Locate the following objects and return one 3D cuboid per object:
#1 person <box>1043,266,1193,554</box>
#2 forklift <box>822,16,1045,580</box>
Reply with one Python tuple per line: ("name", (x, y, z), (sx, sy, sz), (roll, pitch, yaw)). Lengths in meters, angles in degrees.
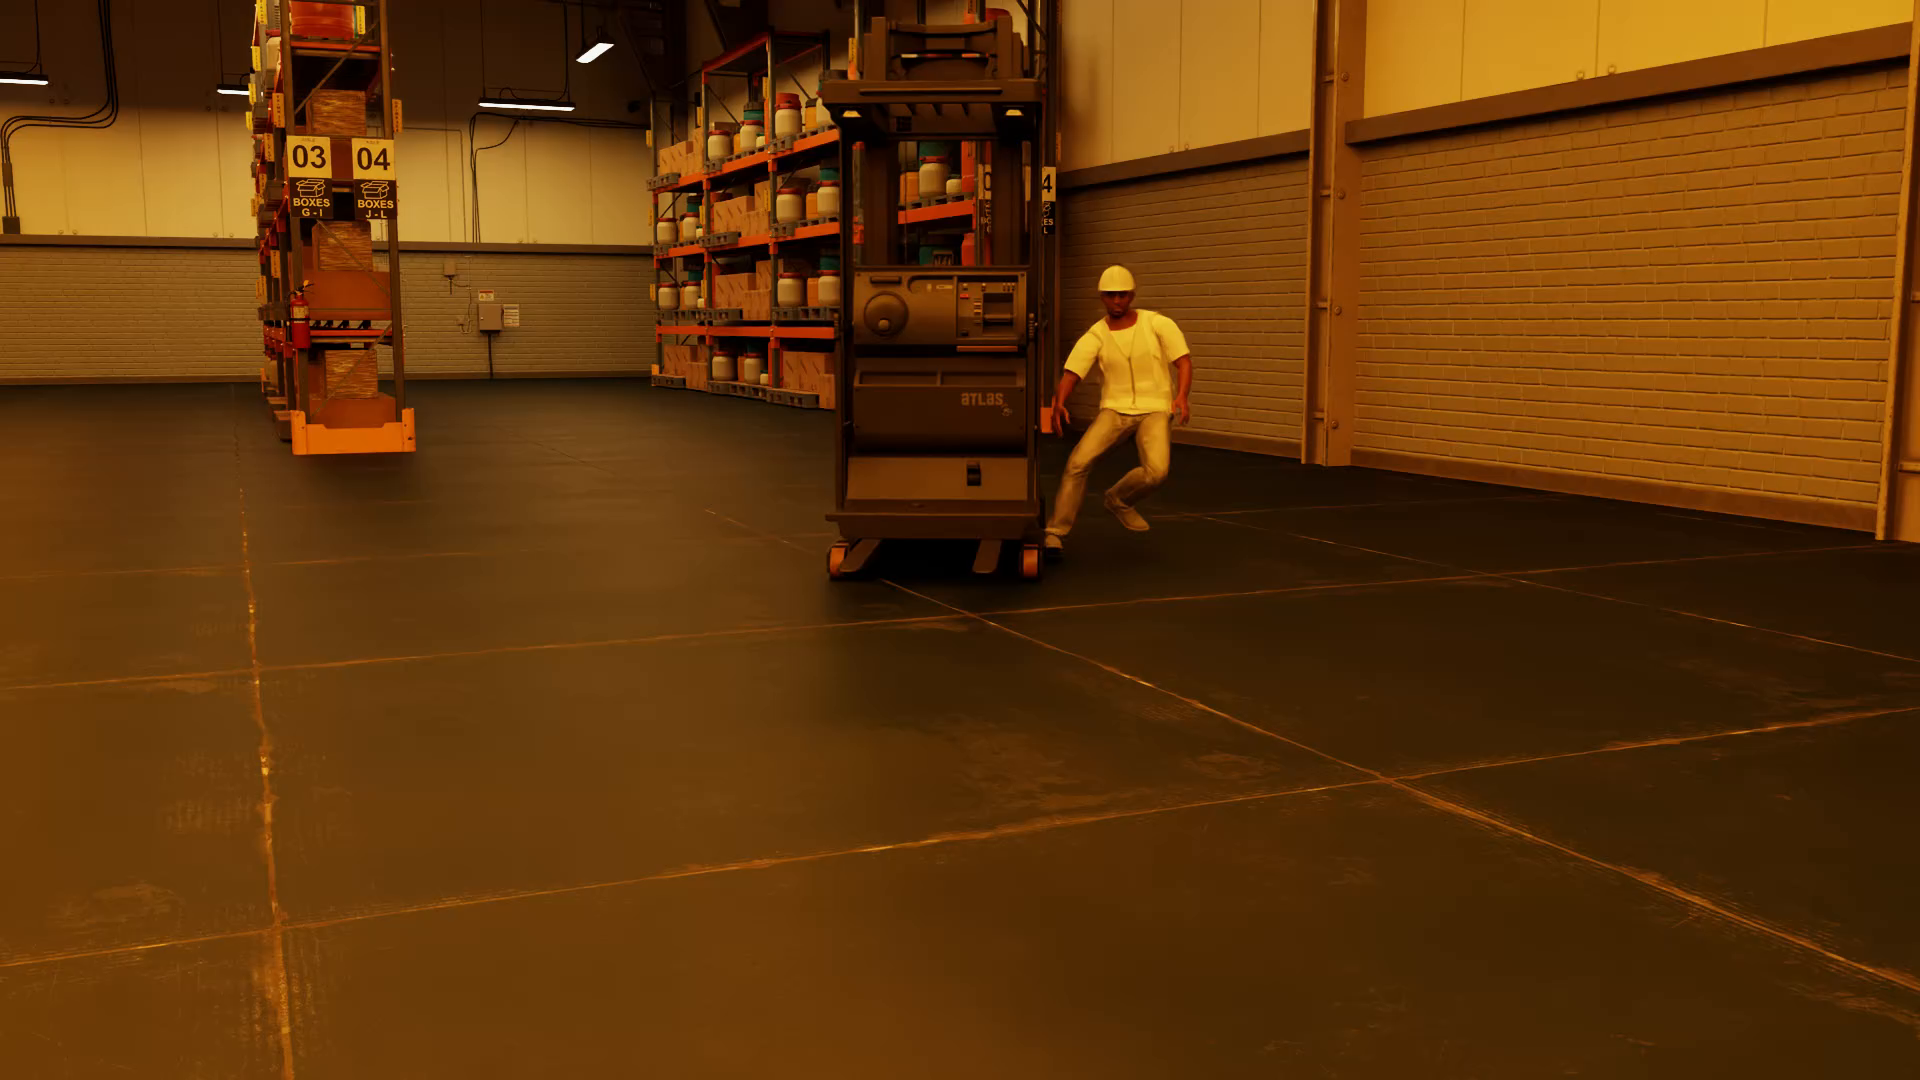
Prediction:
("person", (0.885, -0.719, 9.297), (0.804, 1.621, 0.693), (2, 8, 12))
("forklift", (-0.116, -1.288, 8.710), (1.130, 2.935, 3.031), (0, 8, 3))
